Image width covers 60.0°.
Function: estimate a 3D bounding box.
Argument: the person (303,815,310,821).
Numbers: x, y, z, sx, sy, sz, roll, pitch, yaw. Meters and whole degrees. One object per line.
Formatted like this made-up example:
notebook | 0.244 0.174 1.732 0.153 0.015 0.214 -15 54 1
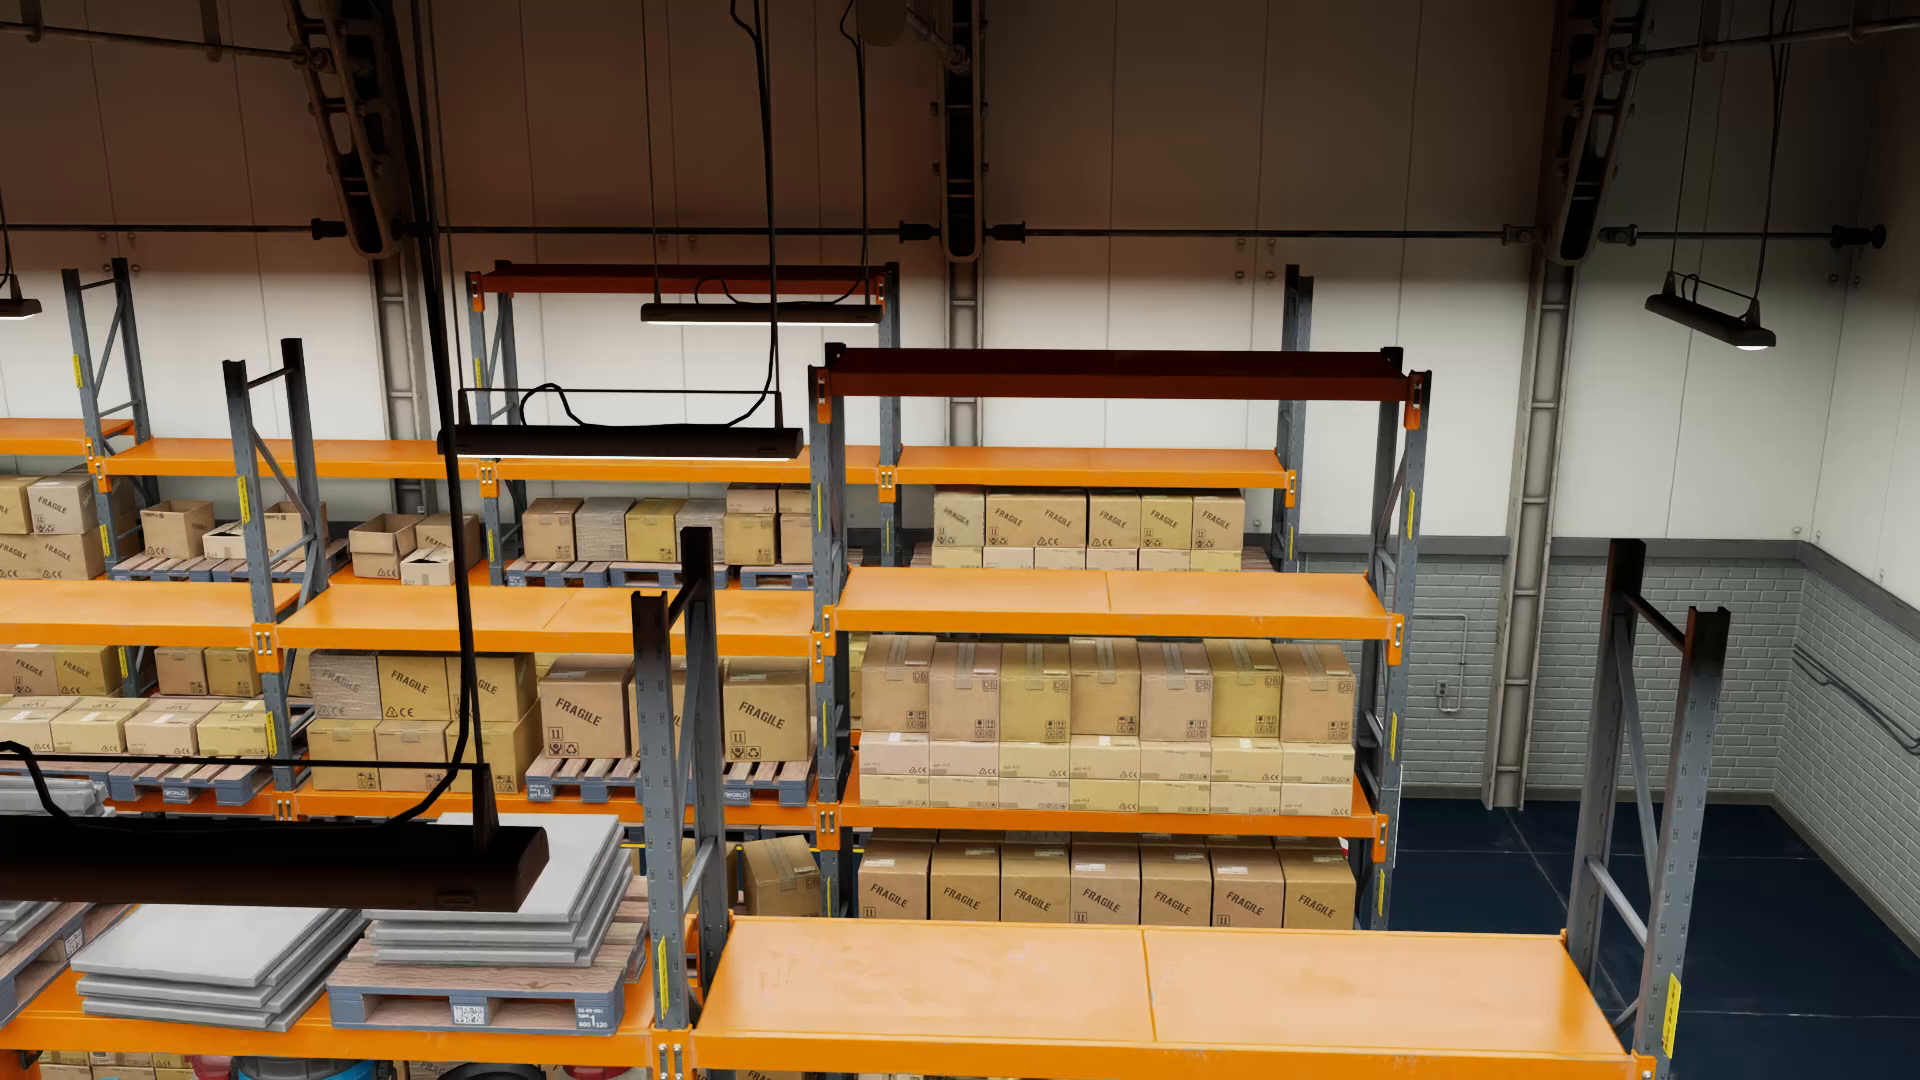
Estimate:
person | -5.786 3.149 14.745 0.600 1.776 0.603 5 17 18
